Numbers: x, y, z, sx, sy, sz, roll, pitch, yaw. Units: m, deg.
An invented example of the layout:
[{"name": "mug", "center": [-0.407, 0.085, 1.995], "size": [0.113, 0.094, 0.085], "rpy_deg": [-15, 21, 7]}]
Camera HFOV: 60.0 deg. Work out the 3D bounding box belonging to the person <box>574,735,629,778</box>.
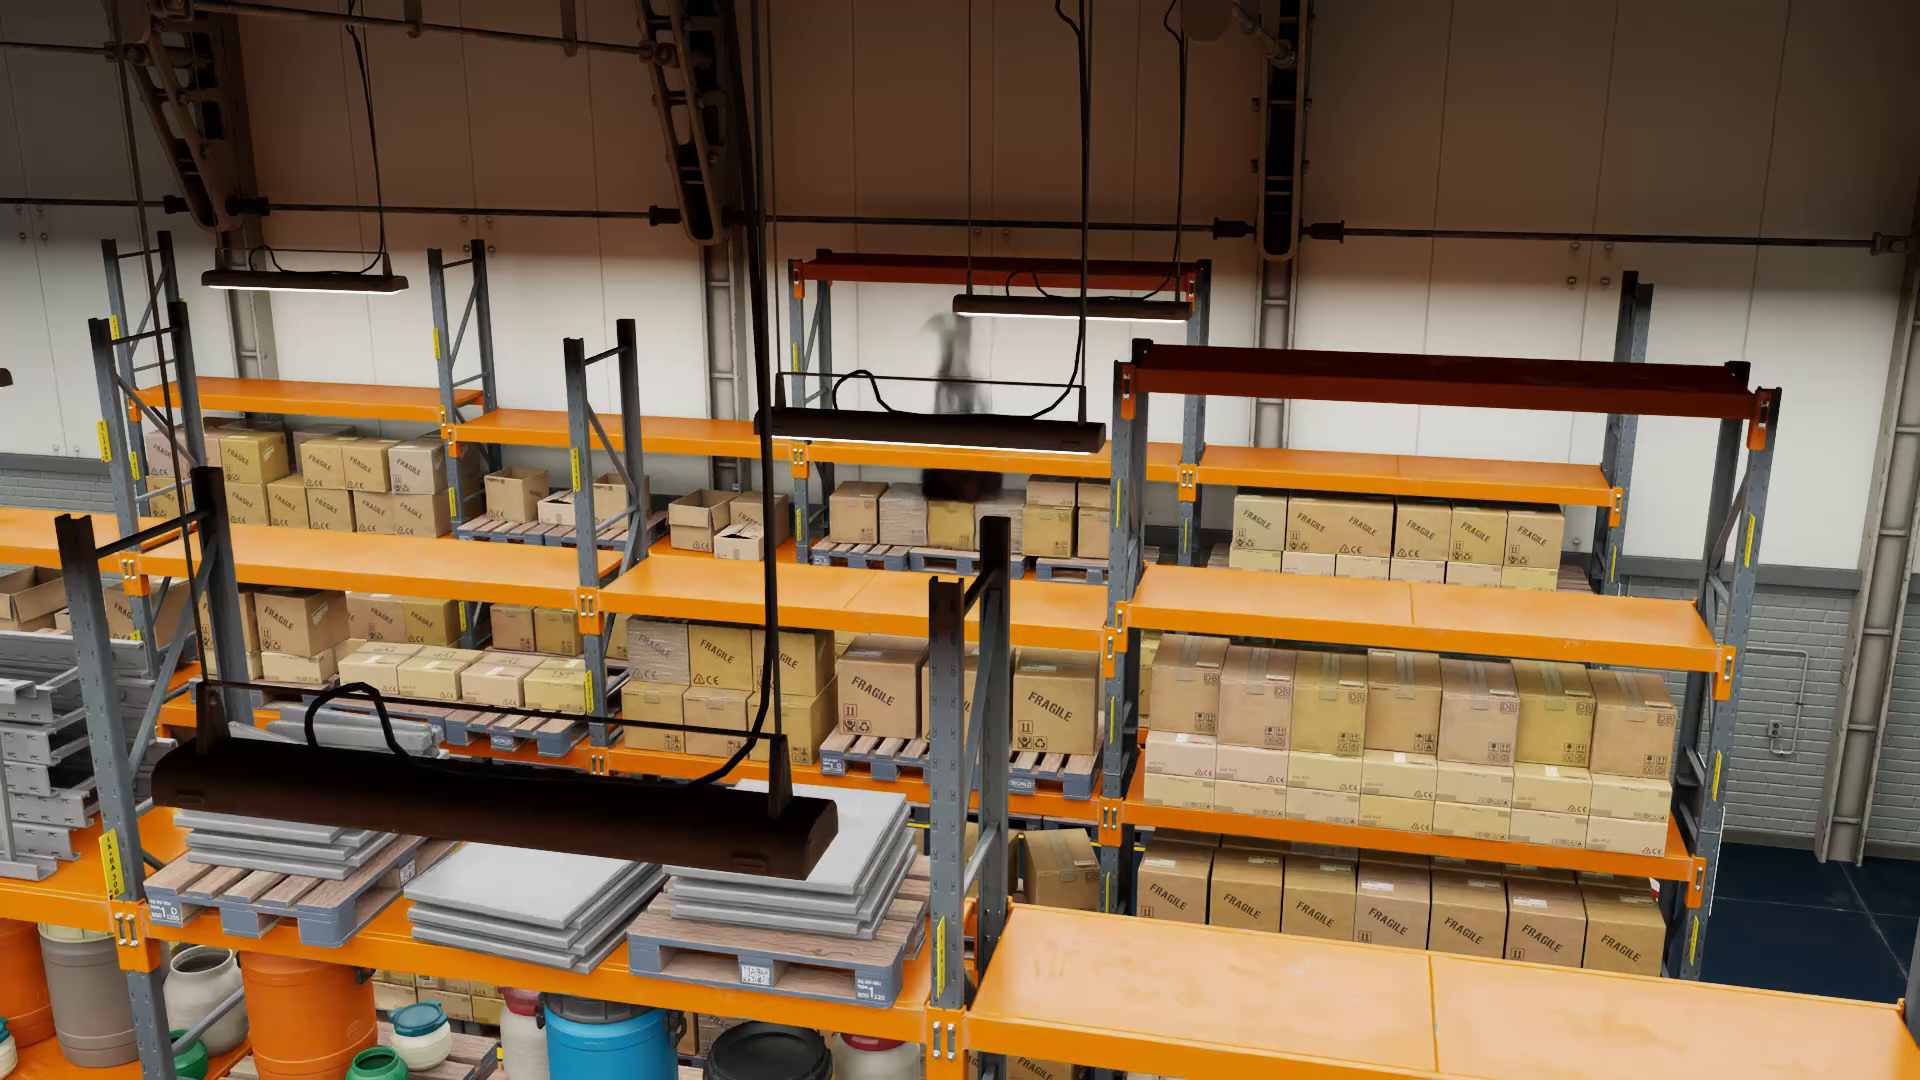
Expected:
[{"name": "person", "center": [-3.385, 2.657, 16.482], "size": [0.836, 1.693, 0.565], "rpy_deg": [1, 16, 5]}]
